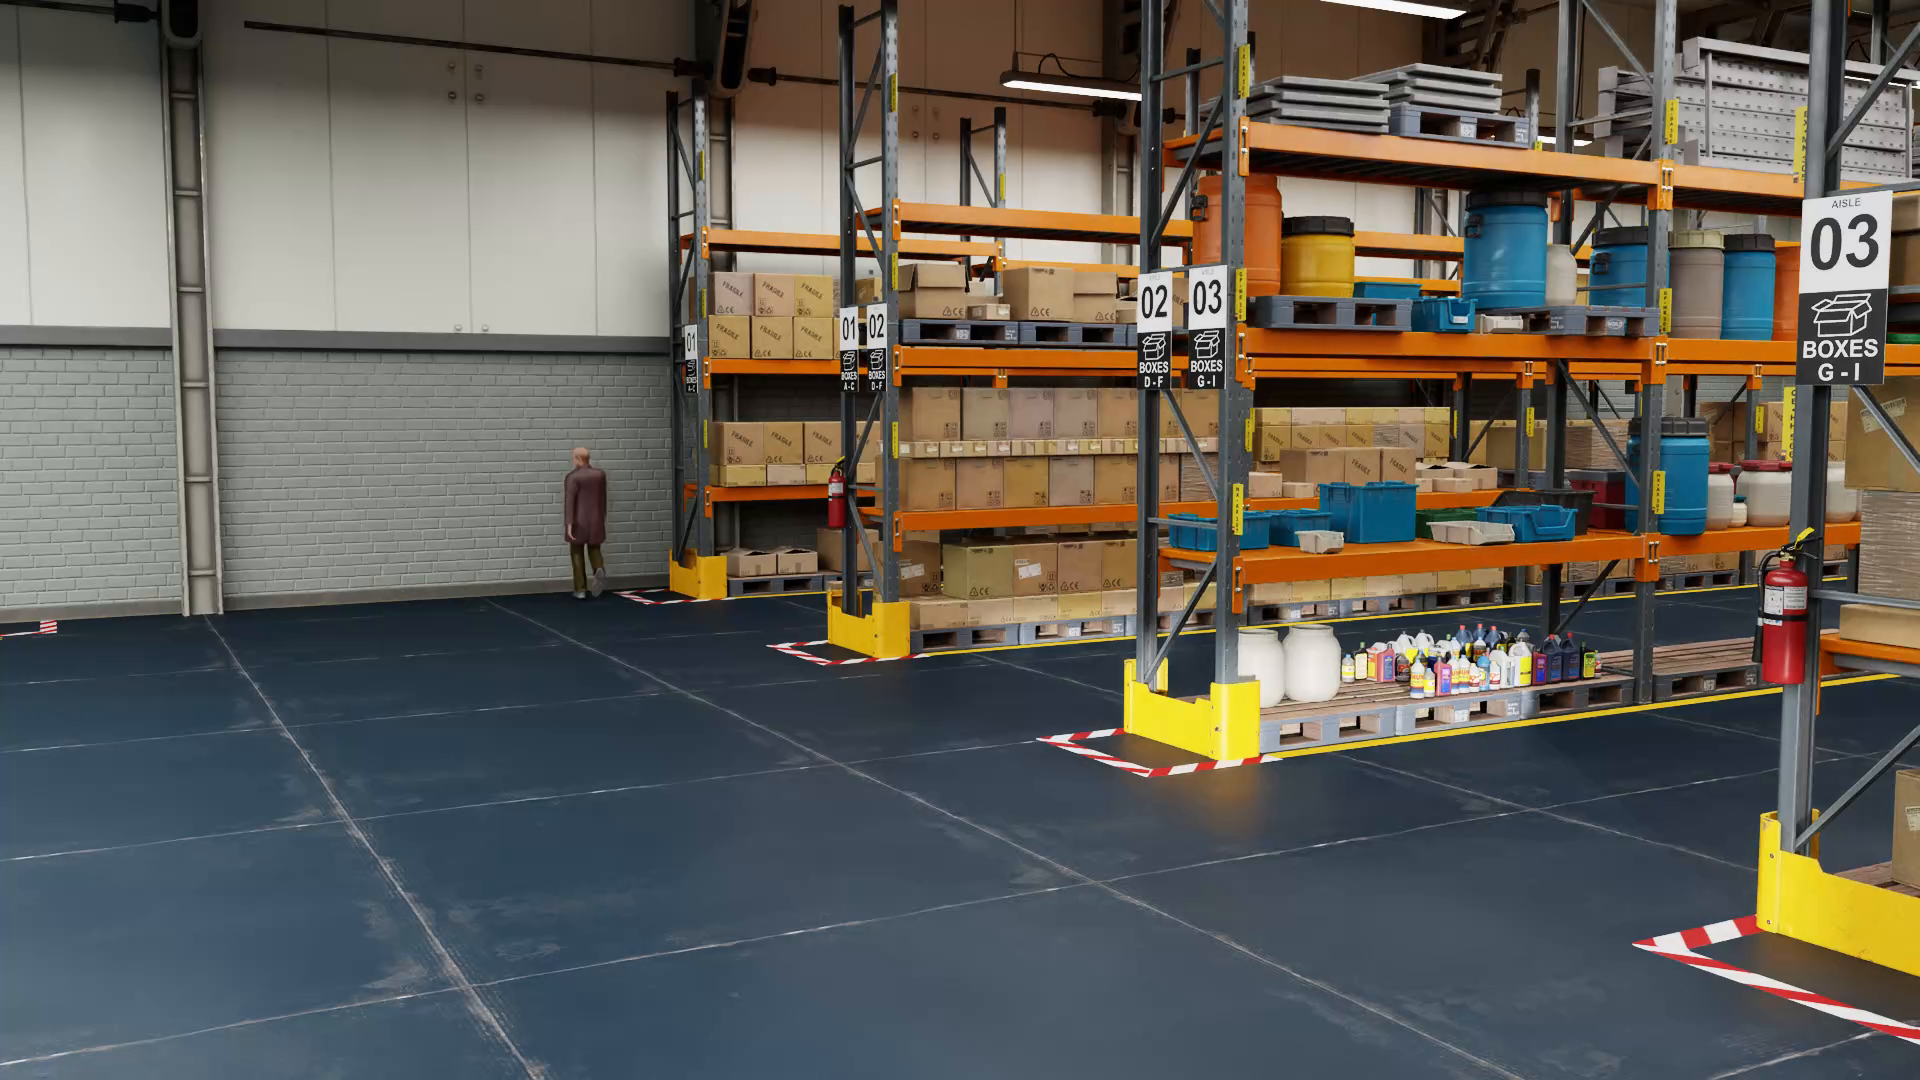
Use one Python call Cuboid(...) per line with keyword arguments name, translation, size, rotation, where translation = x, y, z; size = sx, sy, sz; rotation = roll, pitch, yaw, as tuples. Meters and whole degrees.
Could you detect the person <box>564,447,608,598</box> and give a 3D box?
Cuboid(name="person", translation=(-4.353, -0.199, 19.342), size=(0.572, 1.768, 0.687), rotation=(-3, 6, -35))
